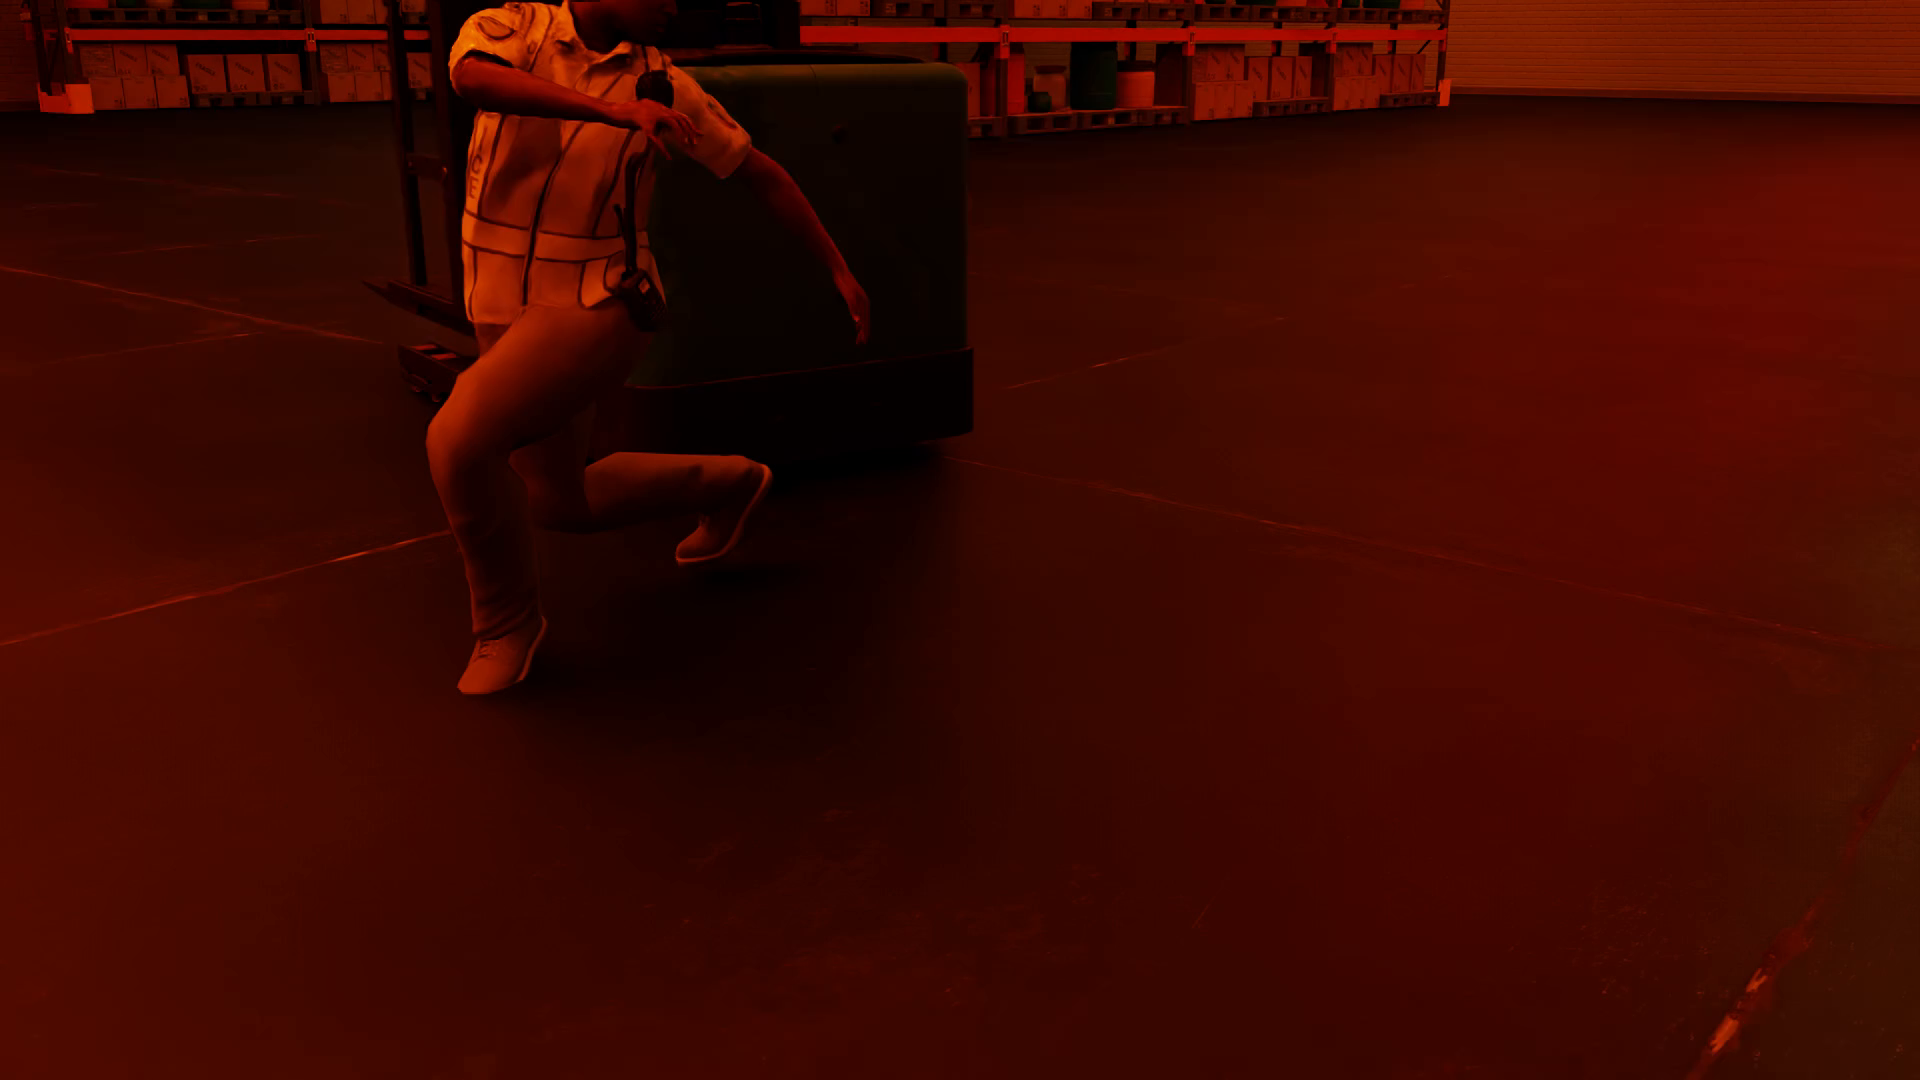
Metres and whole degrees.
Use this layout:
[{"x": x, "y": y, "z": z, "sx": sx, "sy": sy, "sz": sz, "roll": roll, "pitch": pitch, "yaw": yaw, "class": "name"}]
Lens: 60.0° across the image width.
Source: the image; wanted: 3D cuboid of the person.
[{"x": -0.608, "y": -0.465, "z": 3.173, "sx": 0.694, "sy": 1.438, "sz": 0.916, "roll": 6, "pitch": 18, "yaw": 19, "class": "person"}]

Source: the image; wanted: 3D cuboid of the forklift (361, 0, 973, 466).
[{"x": -1.219, "y": -1.916, "z": 5.207, "sx": 1.130, "sy": 2.935, "sz": 3.031, "roll": -12, "pitch": 20, "yaw": -33, "class": "forklift"}]
